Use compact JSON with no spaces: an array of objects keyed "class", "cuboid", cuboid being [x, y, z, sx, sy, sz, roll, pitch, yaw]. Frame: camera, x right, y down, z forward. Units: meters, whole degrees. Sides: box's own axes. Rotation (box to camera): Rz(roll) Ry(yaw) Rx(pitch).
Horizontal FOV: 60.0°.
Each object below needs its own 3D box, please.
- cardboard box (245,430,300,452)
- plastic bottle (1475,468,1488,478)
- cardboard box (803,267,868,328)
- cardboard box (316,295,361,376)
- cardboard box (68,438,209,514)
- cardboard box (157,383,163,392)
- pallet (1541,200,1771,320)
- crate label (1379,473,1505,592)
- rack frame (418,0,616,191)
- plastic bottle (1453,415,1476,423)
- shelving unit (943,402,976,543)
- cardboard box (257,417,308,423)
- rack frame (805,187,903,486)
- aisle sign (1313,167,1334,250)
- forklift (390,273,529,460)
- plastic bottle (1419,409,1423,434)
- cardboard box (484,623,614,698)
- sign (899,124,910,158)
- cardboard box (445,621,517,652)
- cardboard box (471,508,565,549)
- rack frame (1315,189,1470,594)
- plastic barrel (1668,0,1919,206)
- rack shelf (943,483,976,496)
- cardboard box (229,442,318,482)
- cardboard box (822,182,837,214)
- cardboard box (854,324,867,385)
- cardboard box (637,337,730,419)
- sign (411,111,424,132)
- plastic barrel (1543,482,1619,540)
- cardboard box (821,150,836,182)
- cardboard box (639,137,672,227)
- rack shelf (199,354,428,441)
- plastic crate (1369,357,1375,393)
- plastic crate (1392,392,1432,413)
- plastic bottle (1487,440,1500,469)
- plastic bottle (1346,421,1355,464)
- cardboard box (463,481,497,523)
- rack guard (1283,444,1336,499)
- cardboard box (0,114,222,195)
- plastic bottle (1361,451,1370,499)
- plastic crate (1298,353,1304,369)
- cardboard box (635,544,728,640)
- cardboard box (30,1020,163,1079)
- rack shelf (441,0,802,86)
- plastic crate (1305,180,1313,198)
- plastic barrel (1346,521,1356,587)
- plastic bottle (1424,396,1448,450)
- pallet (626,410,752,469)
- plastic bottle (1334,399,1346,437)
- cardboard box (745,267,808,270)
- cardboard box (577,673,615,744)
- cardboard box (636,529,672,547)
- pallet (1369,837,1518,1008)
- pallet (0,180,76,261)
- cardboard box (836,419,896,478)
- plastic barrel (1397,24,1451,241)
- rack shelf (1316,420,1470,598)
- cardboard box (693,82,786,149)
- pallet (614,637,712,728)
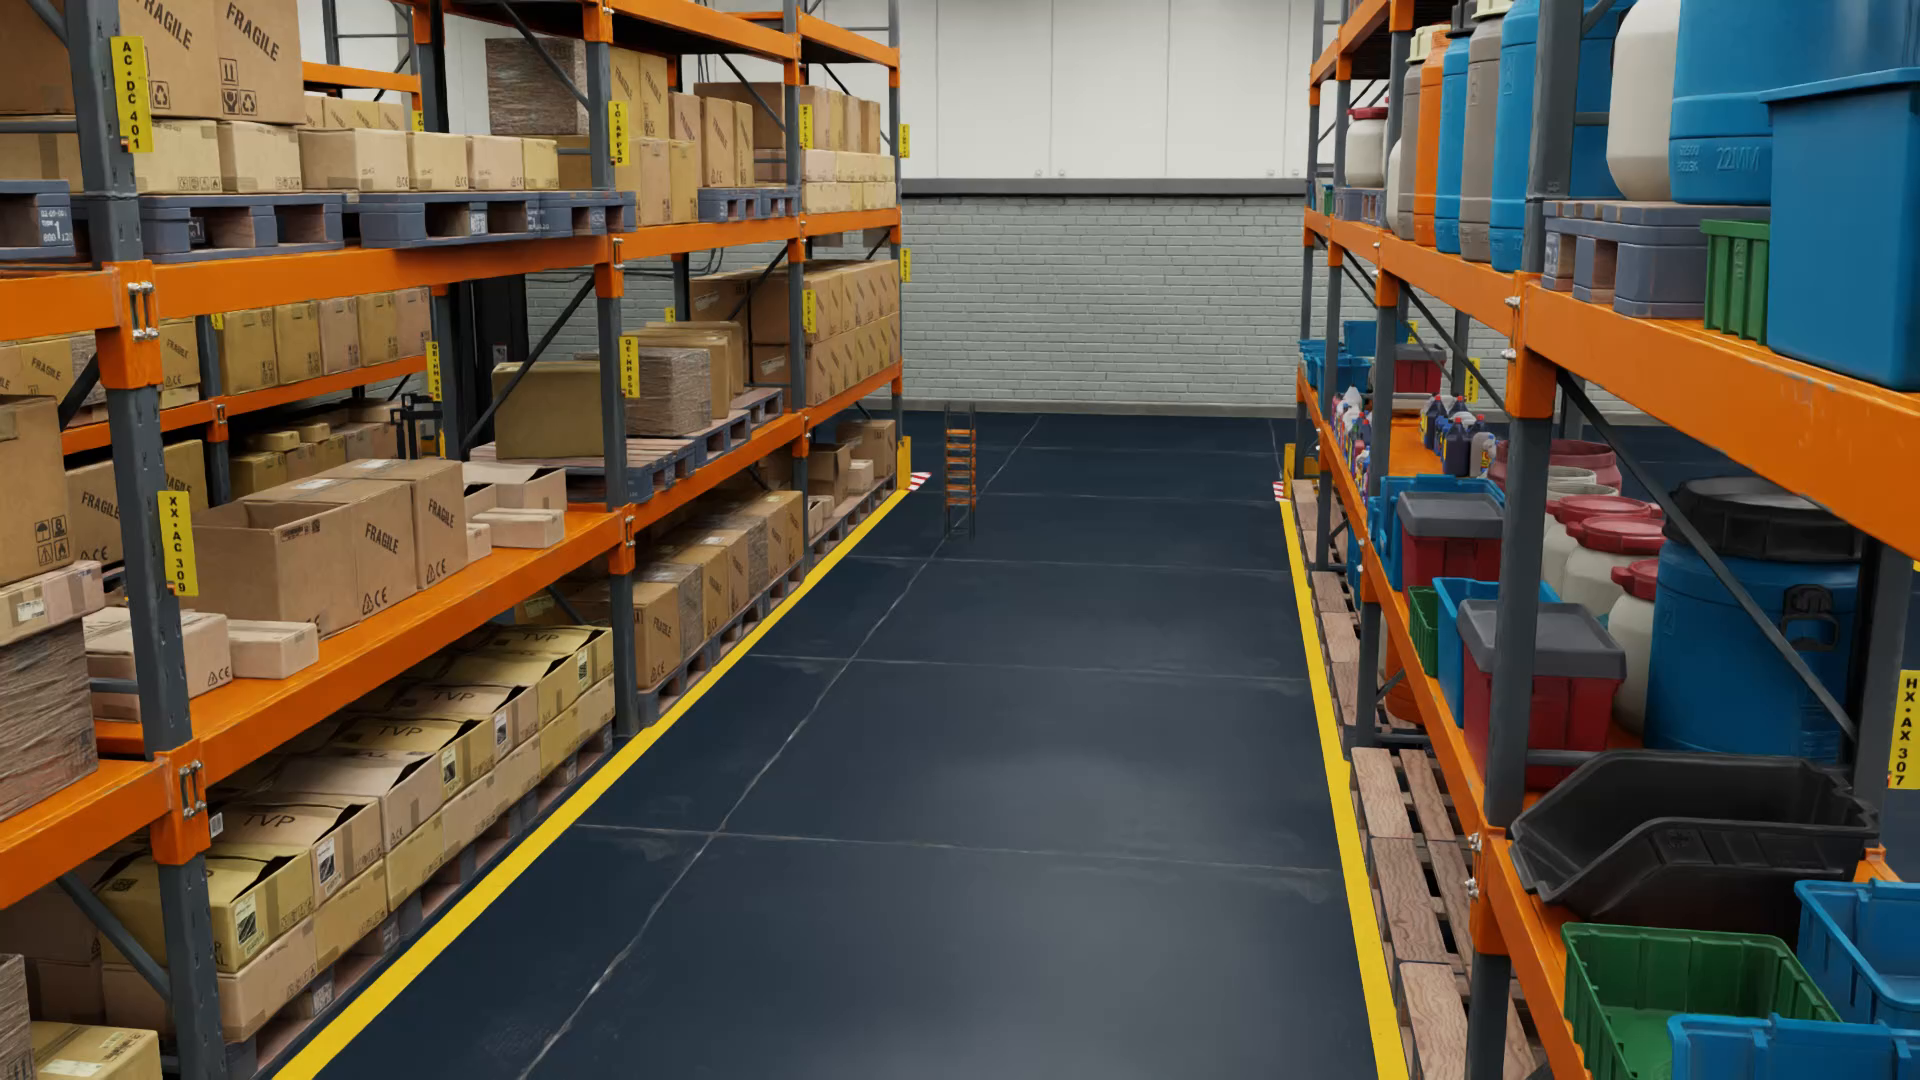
[{"class":"cardboard box","cuboid":[-6.153,-0.888,14.890,0.380,0.149,0.250,2,12,11]},{"class":"plastic bottle","cuboid":[2.903,-0.295,9.214,0.097,0.201,0.097,0,12,0]},{"class":"cardboard box","cuboid":[-1.120,-2.159,14.779,0.500,0.500,0.500,2,12,10]},{"class":"cardboard box","cuboid":[-6.283,-1.932,15.628,0.980,0.700,0.700,1,12,6]},{"class":"cardboard box","cuboid":[-6.574,-0.385,13.264,0.750,0.750,0.750,2,12,9]},{"class":"cardboard box","cuboid":[-6.493,-1.363,12.707,0.500,0.500,0.500,2,12,9]},{"class":"pallet","cuboid":[1.942,-0.604,3.505,1.213,0.211,1.003,2,12,9]},{"class":"crate label","cuboid":[2.152,-0.035,7.453,0.502,0.435,0.616,2,12,9]},{"class":"rack frame","cuboid":[-2.322,-3.310,8.492,1.000,3.000,0.127,2,12,9]},{"class":"plastic bottle","cuboid":[3.291,-0.687,10.853,0.152,0.276,0.135,2,12,9]},{"class":"shelving unit","cuboid":[-0.002,-0.584,14.353,0.258,1.200,0.189,2,12,9]},{"class":"cardboard box","cuboid":[-6.407,-1.070,15.734,0.380,0.149,0.250,2,12,8]},{"class":"rack frame","cuboid":[-1.092,-2.043,16.852,1.000,3.000,0.127,2,12,9]},{"class":"aisle sign","cuboid":[3.520,-3.177,15.944,0.394,0.787,0.004,2,12,9]},{"class":"forklift","cuboid":[-4.148,-1.224,13.216,3.031,2.935,1.130,-3,12,-13]},{"class":"plastic bottle","cuboid":[3.320,-0.859,11.832,0.097,0.201,0.097,0,12,0]},{"class":"cardboard box","cuboid":[-2.159,0.604,8.768,0.500,0.311,0.500,2,12,10]},{"class":"sign","cuboid":[-0.546,-3.920,16.340,0.100,0.325,0.005,2,12,9]},{"class":"cardboard box","cuboid":[-2.693,0.587,8.849,0.500,0.311,0.500,2,12,11]},{"class":"cardboard box","cuboid":[-2.187,-0.058,8.240,0.380,0.149,0.250,2,12,9]},{"class":"rack frame","cuboid":[3.187,-1.049,12.240,1.000,3.000,0.127,2,12,9]},{"class":"plastic barrel","cuboid":[1.698,-1.096,3.154,0.600,0.901,0.708,2,12,9]},{"class":"rack shelf","cuboid":[-0.002,-0.423,14.388,0.258,0.103,0.180,2,12,9]},{"class":"cardboard box","cuboid":[-6.305,-0.610,15.140,0.700,0.500,0.500,2,12,8]},{"class":"cardboard box","cuboid":[-1.307,-2.800,13.603,0.500,0.250,0.500,2,12,9]},{"class":"cardboard box","cuboid":[-1.128,-1.673,14.898,0.500,0.500,0.500,2,12,8]},{"class":"cardboard box","cuboid":[-1.918,-1.094,11.217,0.700,0.500,0.500,-1,12,-6]},{"class":"sign","cuboid":[-2.858,-2.114,8.837,0.100,0.325,0.005,2,12,9]},{"class":"plastic barrel","cuboid":[2.560,0.038,6.932,0.421,0.512,0.421,0,12,0]},{"class":"cardboard box","cuboid":[-1.312,-3.045,13.551,0.500,0.250,0.500,2,12,9]},{"class":"cardboard box","cuboid":[-2.210,-2.091,9.717,0.910,0.500,0.500,2,12,9]},{"class":"rack shelf","cuboid":[-6.295,-1.434,15.737,1.077,0.370,4.000,2,12,9]},{"class":"plastic crate","cuboid":[3.604,-1.332,13.693,0.437,0.282,0.530,2,12,9]},{"class":"plastic crate","cuboid":[3.400,-1.041,12.689,0.396,0.136,0.243,2,12,9]},{"class":"plastic bottle","cuboid":[3.145,-0.448,9.759,0.097,0.271,0.097,0,12,0]},{"class":"plastic bottle","cuboid":[2.501,-0.617,10.543,0.097,0.271,0.097,0,12,0]},{"class":"cardboard box","cuboid":[-2.651,-0.154,8.299,0.500,0.311,0.500,2,12,8]},{"class":"rack guard","cuboid":[3.793,-0.665,16.392,1.175,0.500,0.348,2,12,9]},{"class":"cardboard box","cuboid":[-2.833,-1.271,5.510,0.500,0.250,0.500,3,13,15]},{"class":"plastic bottle","cuboid":[2.314,-0.363,9.364,0.097,0.271,0.097,0,12,0]},{"class":"plastic crate","cuboid":[3.308,-1.677,15.638,0.250,0.136,0.298,2,12,9]},{"class":"cardboard box","cuboid":[-1.813,0.331,10.728,0.500,0.500,0.500,2,12,8]},{"class":"cardboard box","cuboid":[-2.793,1.698,5.025,0.500,0.250,0.500,2,12,9]},{"class":"rack shelf","cuboid":[-2.015,-3.179,10.542,1.077,0.370,4.000,2,12,9]},{"class":"plastic crate","cuboid":[3.467,-3.213,15.471,0.497,0.269,0.590,2,12,9]},{"class":"plastic barrel","cuboid":[3.086,-0.116,11.894,0.600,0.901,0.708,2,12,9]},{"class":"plastic bottle","cuboid":[3.198,-0.789,11.151,0.144,0.351,0.185,2,12,9]},{"class":"pallet","cuboid":[-2.028,-0.689,11.024,1.003,0.211,1.213,2,12,9]},{"class":"plastic bottle","cuboid":[2.674,-0.851,11.626,0.097,0.271,0.097,0,12,0]},{"class":"cardboard box","cuboid":[-1.653,-2.178,14.867,0.500,0.500,0.500,2,12,8]},{"class":"cardboard box","cuboid":[-2.162,0.879,8.825,0.500,0.250,0.500,2,12,10]},{"class":"cardboard box","cuboid":[-2.256,0.210,11.288,0.500,0.500,0.500,1,12,7]},{"class":"pallet","cuboid":[2.224,1.560,6.752,1.003,0.211,1.213,2,12,9]},{"class":"pallet","cuboid":[-3.043,-0.789,4.126,1.003,0.211,1.213,2,12,9]},{"class":"cardboard box","cuboid":[-0.932,-0.915,16.506,0.500,0.500,0.500,2,12,9]},{"class":"plastic barrel","cuboid":[2.231,-1.764,7.247,0.600,0.901,0.600,0,12,0]},{"class":"rack shelf","cuboid":[2.879,-0.281,10.384,1.077,0.370,4.000,2,12,9]},{"class":"cardboard box","cuboid":[-1.670,-3.316,13.032,0.700,0.500,0.500,2,12,9]},{"class":"pallet","cuboid":[-2.170,0.832,10.134,1.003,0.211,1.213,2,12,9]}]
